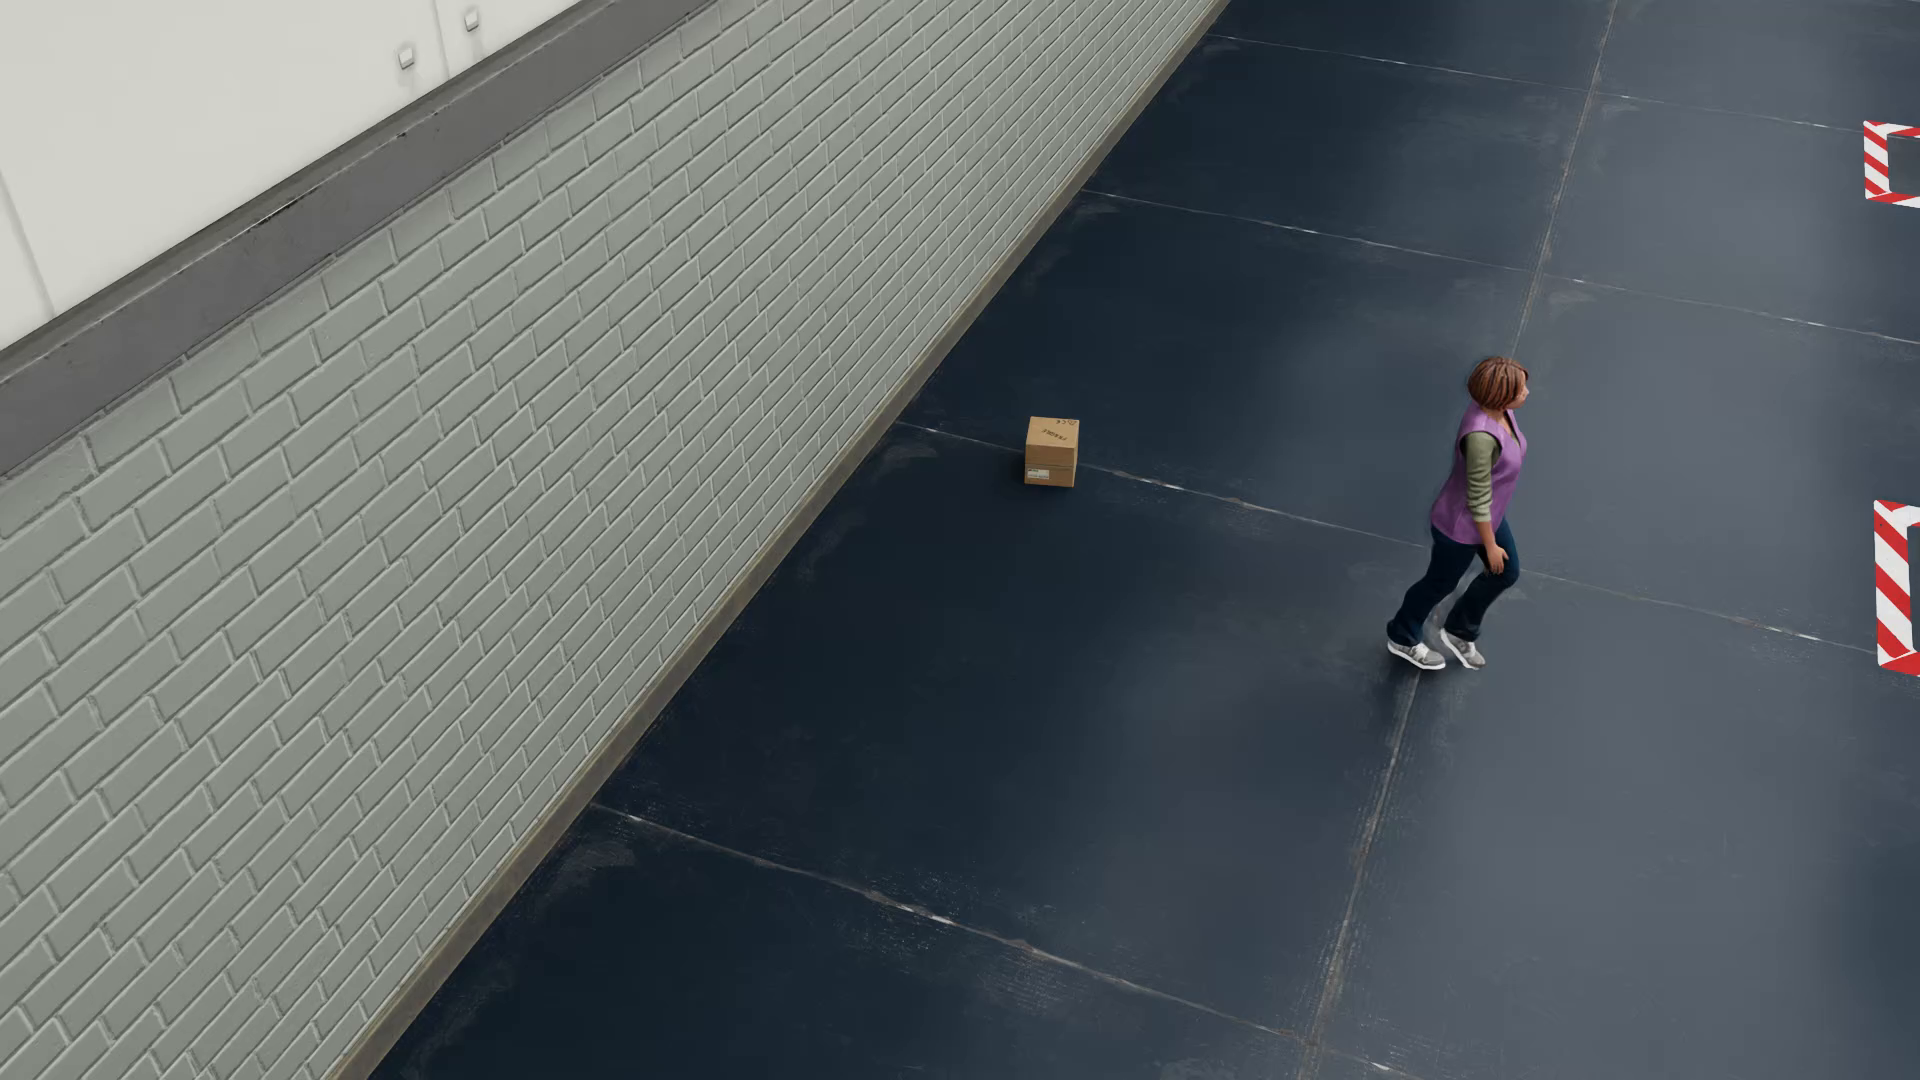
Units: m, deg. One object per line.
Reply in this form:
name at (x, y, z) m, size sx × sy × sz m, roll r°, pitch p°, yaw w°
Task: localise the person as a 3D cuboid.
person at (2.104, -0.056, 6.897) m, size 0.482 × 1.635 × 0.405 m, roll 18°, pitch 41°, yaw 21°
